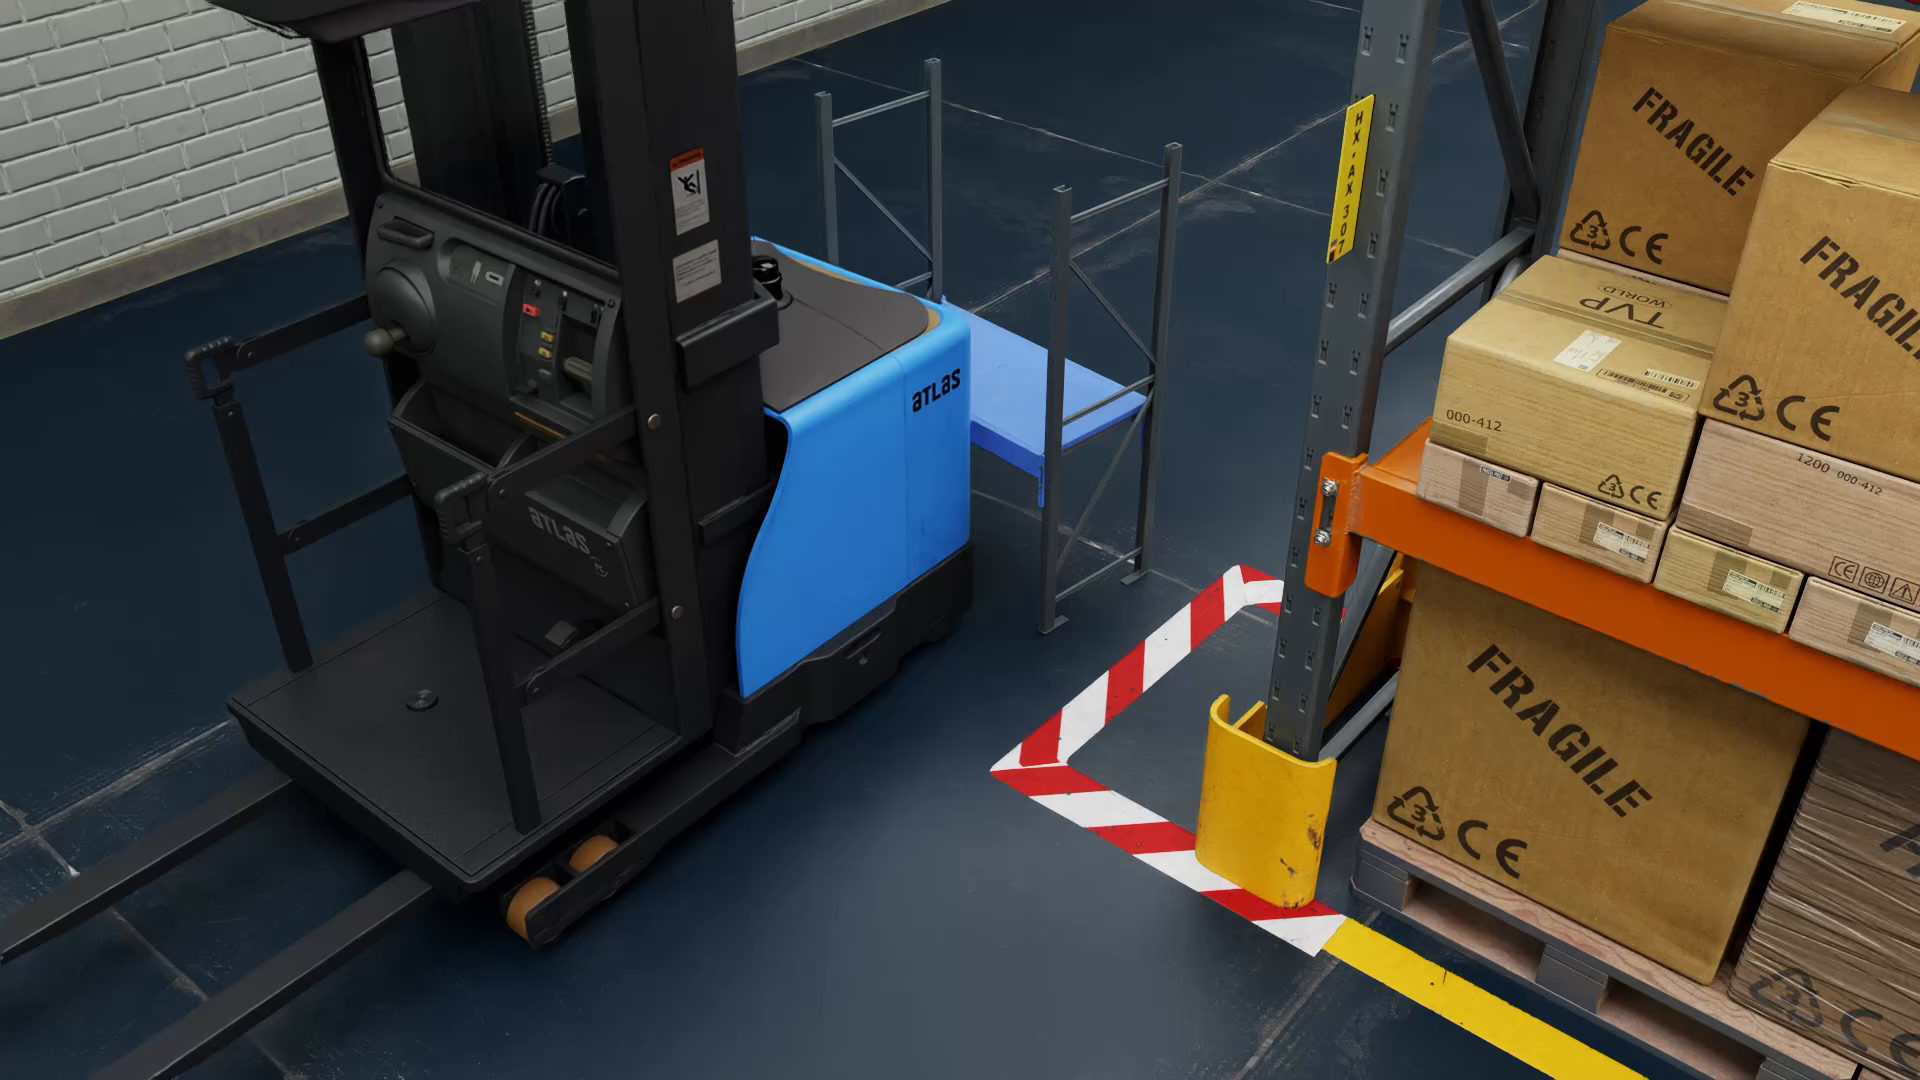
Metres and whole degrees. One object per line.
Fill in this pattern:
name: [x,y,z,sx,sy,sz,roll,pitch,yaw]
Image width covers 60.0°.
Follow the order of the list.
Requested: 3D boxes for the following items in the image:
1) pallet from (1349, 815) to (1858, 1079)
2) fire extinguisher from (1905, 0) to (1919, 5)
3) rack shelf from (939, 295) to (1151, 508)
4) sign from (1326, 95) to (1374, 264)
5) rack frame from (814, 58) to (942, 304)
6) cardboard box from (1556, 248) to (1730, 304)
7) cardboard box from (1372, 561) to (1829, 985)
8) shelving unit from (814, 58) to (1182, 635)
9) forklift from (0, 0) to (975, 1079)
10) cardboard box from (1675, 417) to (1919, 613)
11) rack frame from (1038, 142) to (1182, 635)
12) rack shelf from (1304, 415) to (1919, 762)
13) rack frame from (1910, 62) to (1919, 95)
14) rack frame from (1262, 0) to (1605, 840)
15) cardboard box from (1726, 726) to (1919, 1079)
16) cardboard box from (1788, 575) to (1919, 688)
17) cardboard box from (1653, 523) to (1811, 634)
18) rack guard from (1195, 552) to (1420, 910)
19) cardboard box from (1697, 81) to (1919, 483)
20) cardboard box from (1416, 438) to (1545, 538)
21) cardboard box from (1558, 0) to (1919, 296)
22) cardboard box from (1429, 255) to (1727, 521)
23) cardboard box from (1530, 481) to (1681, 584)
pallet: [1.799,0.842,4.338,1.213,0.211,1.003,25,42,32]
fire extinguisher: [4.487,-2.791,7.562,0.183,0.674,0.296,25,42,32]
rack shelf: [0.094,-0.478,5.439,0.538,0.185,1.000,-28,43,-34]
sign: [0.775,-0.714,3.305,0.005,0.325,0.100,25,42,32]
rack frame: [-0.254,-0.836,5.643,0.500,1.500,0.032,-28,43,-34]
cardboard box: [1.677,-0.564,3.792,0.500,0.250,0.500,25,41,31]
cardboard box: [1.678,0.336,4.116,0.875,0.875,0.875,25,42,32]
shelving unit: [0.094,-0.626,5.337,0.538,1.500,1.048,-28,43,-34]
forklift: [-1.275,-0.500,3.889,1.130,2.935,3.031,25,42,31]
cardboard box: [1.734,-0.147,3.185,0.500,0.250,0.500,25,41,31]
rack frame: [0.442,-0.417,5.032,0.500,1.500,0.032,-28,43,-34]
rack shelf: [2.672,0.458,3.070,4.000,0.370,1.077,25,42,32]
rack frame: [4.386,-2.685,7.010,0.127,3.000,1.000,25,42,32]
rack frame: [1.135,-0.563,3.921,0.127,3.000,1.000,25,42,32]
cardboard box: [2.377,0.666,3.637,0.875,0.875,0.875,25,42,32]
cardboard box: [1.793,0.091,3.190,0.250,0.149,0.380,25,41,31]
cardboard box: [1.591,-0.003,3.326,0.250,0.149,0.380,24,41,31]
rack guard: [1.116,0.458,4.641,0.348,0.500,1.175,25,42,32]
cardboard box: [1.715,-0.461,2.979,0.500,0.500,0.500,24,41,31]
cardboard box: [1.196,-0.188,3.596,0.250,0.149,0.380,26,42,32]
cardboard box: [1.677,-0.871,3.576,0.500,0.500,0.500,26,42,32]
cardboard box: [1.331,-0.333,3.455,0.500,0.250,0.500,24,41,31]
cardboard box: [1.394,-0.095,3.461,0.250,0.149,0.380,25,41,31]
